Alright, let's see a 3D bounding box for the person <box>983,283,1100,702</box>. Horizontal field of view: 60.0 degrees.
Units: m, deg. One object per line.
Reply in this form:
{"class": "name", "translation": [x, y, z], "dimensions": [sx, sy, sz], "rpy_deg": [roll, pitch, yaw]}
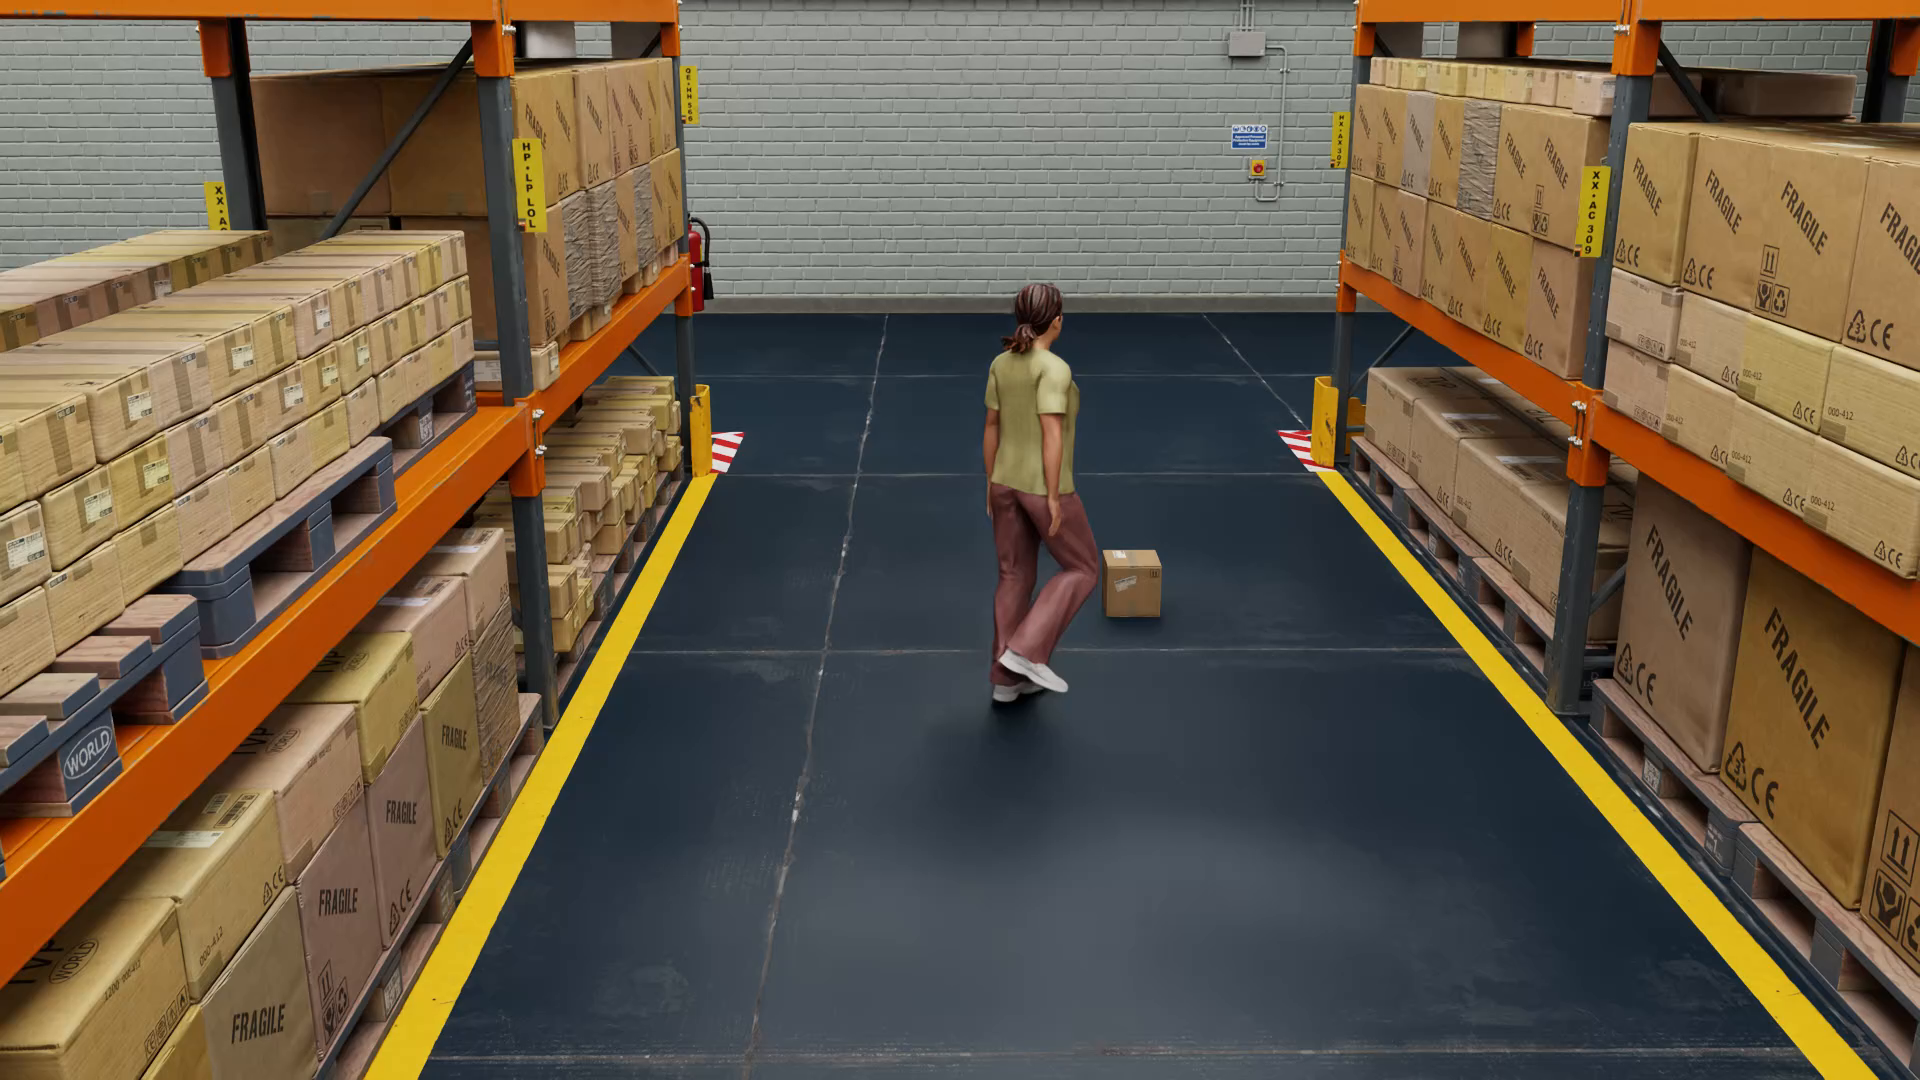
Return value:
{"class": "person", "translation": [0.273, -0.175, 6.582], "dimensions": [0.465, 1.660, 0.496], "rpy_deg": [-16, 23, -42]}
